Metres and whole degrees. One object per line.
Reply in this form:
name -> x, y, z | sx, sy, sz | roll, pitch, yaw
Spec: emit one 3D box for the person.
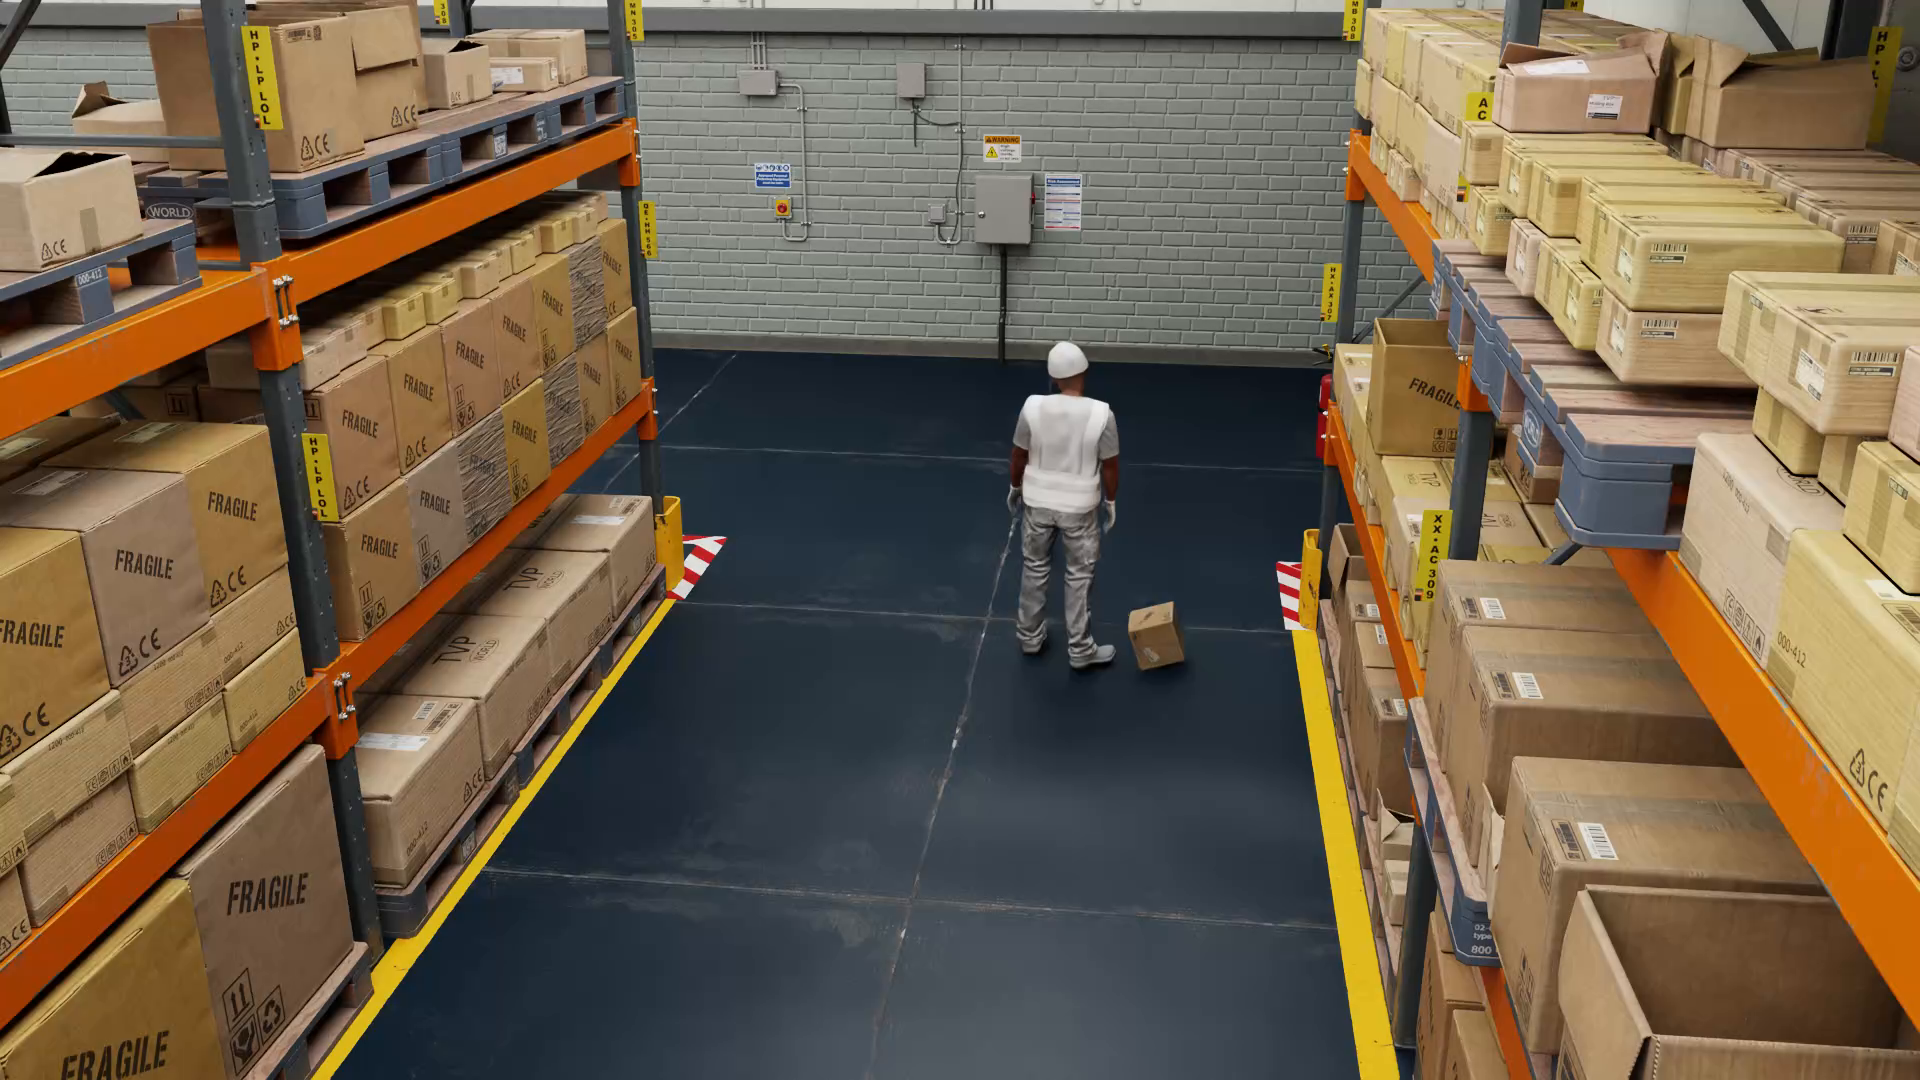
person -> 0.555, -0.206, 9.004 | 0.634, 1.788, 0.436 | 6, 22, 15
